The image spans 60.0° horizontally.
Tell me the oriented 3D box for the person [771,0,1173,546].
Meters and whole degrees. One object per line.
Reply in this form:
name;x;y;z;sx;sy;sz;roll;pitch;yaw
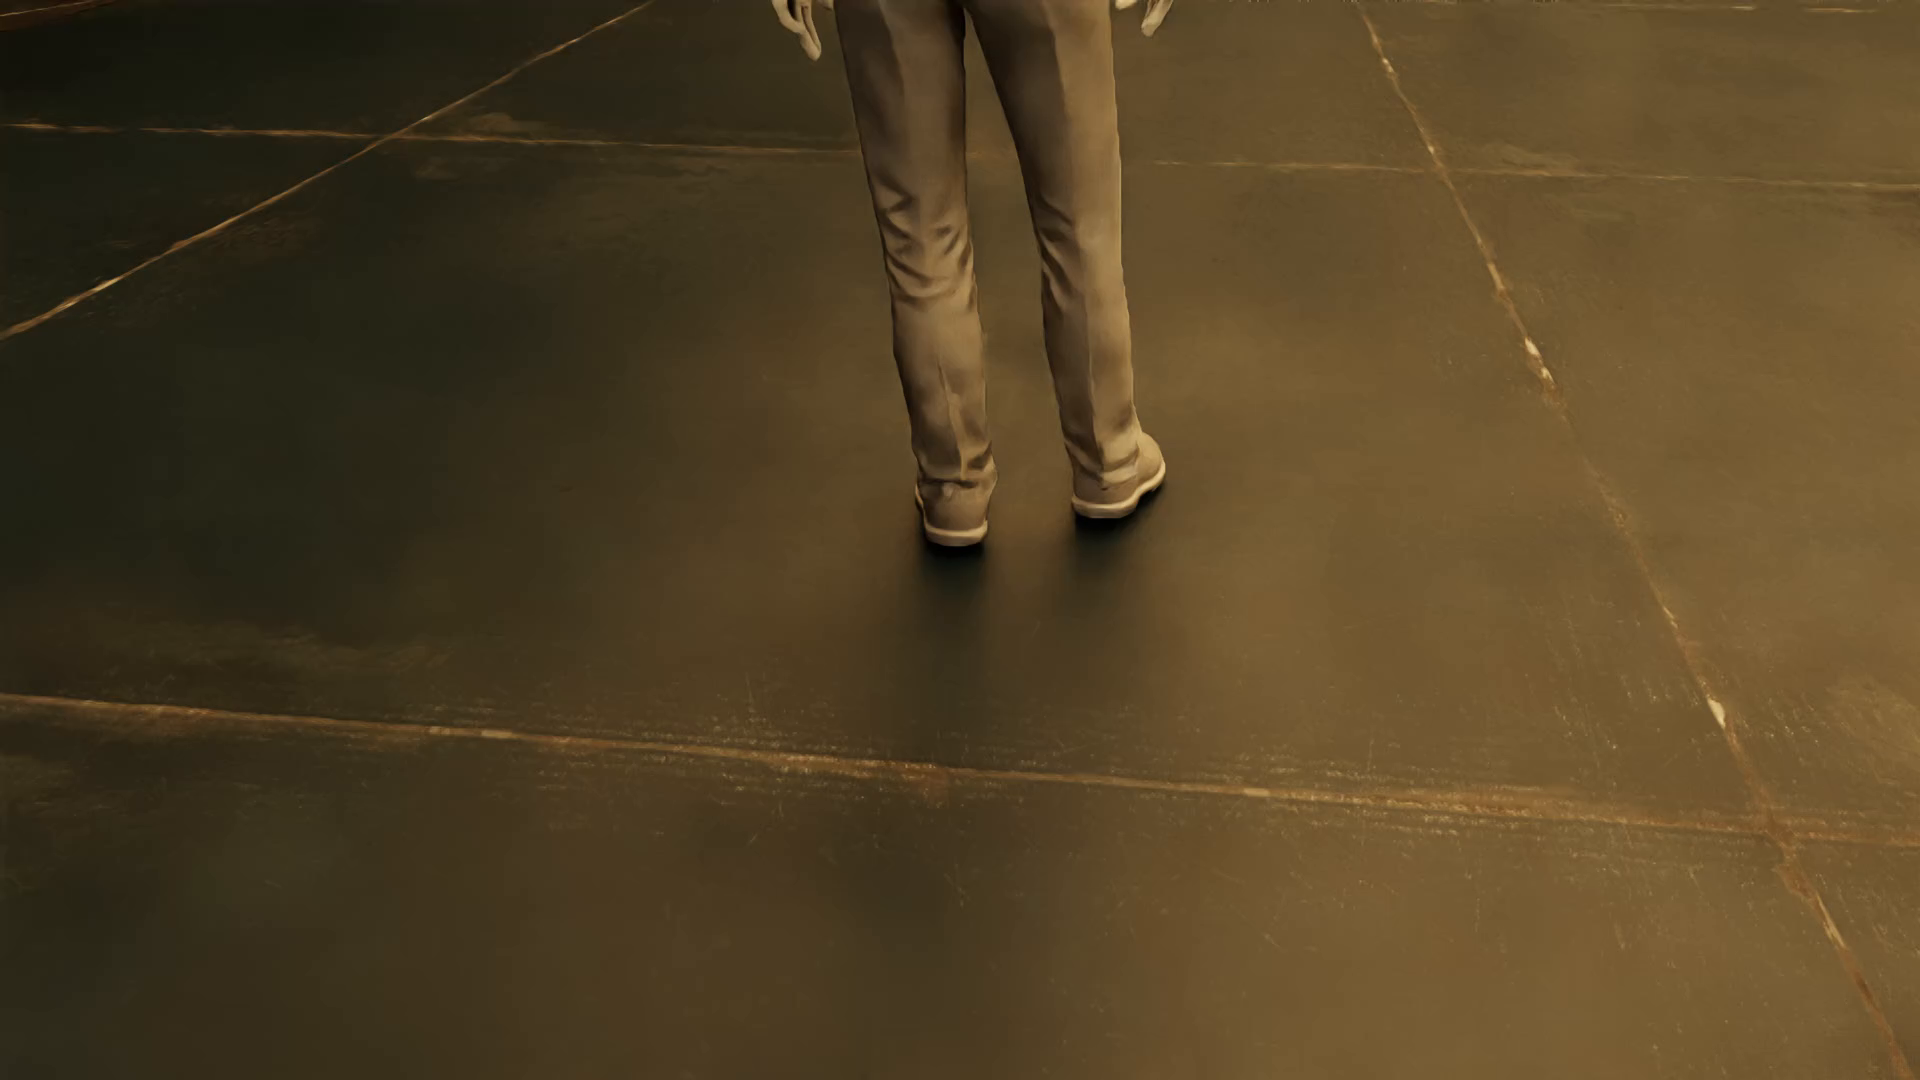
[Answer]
person;0.016;-0.794;2.178;0.586;1.695;0.533;3;27;7

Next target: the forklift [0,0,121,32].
forklift;-3.902;-2.477;4.182;1.130;2.935;3.031;13;29;24
